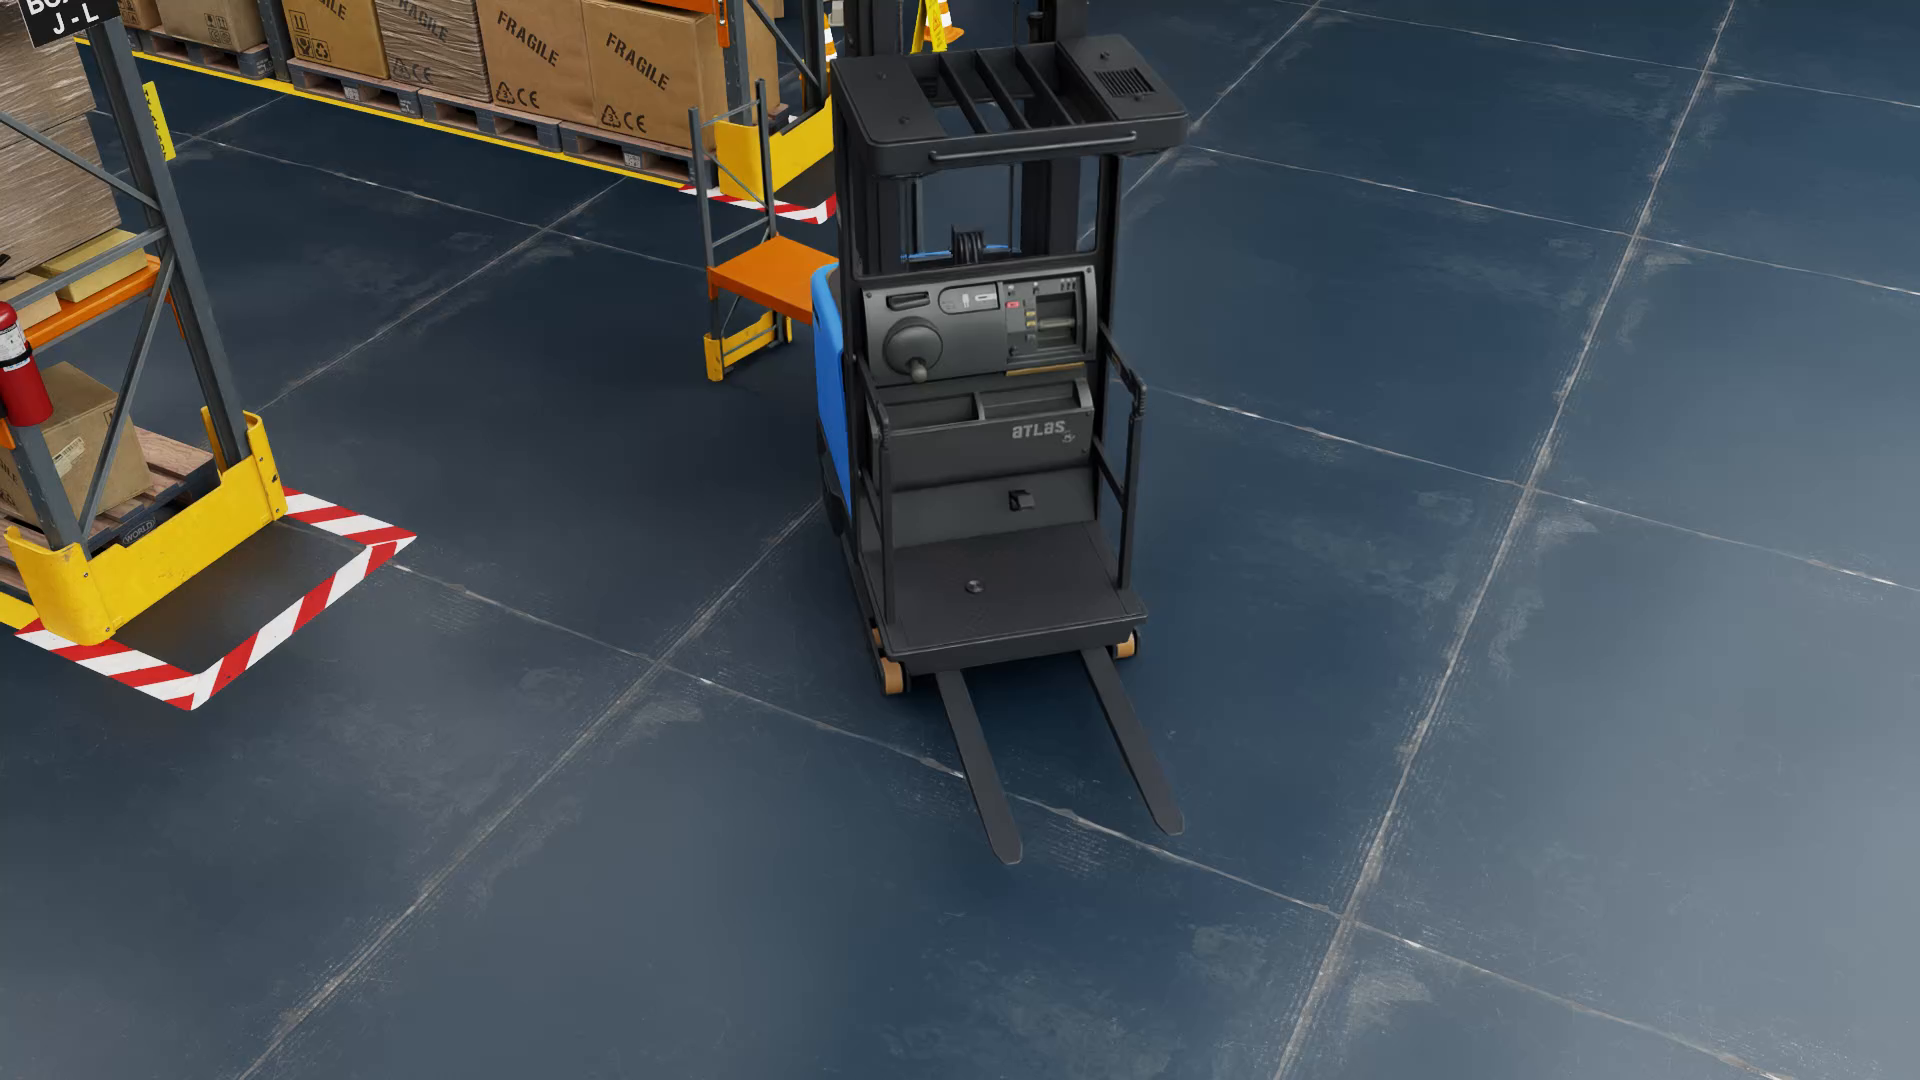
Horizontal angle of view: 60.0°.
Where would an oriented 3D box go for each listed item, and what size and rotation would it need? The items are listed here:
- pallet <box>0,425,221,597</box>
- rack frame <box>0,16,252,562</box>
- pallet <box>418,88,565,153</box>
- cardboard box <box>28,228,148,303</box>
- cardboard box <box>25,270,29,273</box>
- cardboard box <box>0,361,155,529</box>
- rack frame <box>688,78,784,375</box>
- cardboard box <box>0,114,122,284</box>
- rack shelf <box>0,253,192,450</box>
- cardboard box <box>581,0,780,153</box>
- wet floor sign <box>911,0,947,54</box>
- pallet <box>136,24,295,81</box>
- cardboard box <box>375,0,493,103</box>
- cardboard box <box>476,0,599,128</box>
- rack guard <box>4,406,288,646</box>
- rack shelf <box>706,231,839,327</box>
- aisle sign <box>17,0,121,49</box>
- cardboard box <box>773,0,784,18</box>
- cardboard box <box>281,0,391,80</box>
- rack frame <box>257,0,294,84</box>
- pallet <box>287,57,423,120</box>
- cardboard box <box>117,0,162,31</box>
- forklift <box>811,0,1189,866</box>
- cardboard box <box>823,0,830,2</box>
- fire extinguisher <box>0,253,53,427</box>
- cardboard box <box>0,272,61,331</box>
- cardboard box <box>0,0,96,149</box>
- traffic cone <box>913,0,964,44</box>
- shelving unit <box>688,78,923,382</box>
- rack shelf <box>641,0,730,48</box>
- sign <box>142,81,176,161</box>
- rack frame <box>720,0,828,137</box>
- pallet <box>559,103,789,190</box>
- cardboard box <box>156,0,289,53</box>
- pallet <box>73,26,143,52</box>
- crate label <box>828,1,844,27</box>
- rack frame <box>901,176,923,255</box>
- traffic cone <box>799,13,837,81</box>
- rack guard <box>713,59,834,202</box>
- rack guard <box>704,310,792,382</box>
[{"bbox_3d":[-4.313,-0.220,7.866,1.213,0.211,1.003,17,41,21],"label":"pallet"},{"bbox_3d":[-3.540,-1.065,6.672,0.127,3.000,1.000,17,41,21],"label":"rack frame"},{"bbox_3d":[-2.995,-3.109,11.672,1.213,0.211,1.003,17,41,21],"label":"pallet"},{"bbox_3d":[-3.684,-1.172,7.021,0.250,0.149,0.380,17,41,21],"label":"cardboard box"},{"bbox_3d":[-3.897,-1.252,7.126,0.250,0.149,0.380,17,41,21],"label":"cardboard box"},{"bbox_3d":[-4.087,-0.419,7.541,0.500,0.500,0.500,25,44,29],"label":"cardboard box"},{"bbox_3d":[-1.142,-1.590,8.604,0.032,1.500,0.500,26,44,30],"label":"rack frame"},{"bbox_3d":[-4.016,-1.391,6.773,0.500,0.500,0.875,17,41,21],"label":"cardboard box"},{"bbox_3d":[-5.316,-1.335,7.622,4.000,0.370,1.077,17,41,21],"label":"rack shelf"},{"bbox_3d":[-1.802,-3.174,10.860,0.875,0.875,0.875,18,41,22],"label":"cardboard box"},{"bbox_3d":[-0.233,-3.817,12.245,0.232,0.644,0.267,11,38,14],"label":"wet floor sign"},{"bbox_3d":[-5.441,-3.875,12.681,1.213,0.211,1.003,17,41,21],"label":"pallet"},{"bbox_3d":[-3.393,-3.672,11.517,0.875,0.875,0.875,18,41,22],"label":"cardboard box"},{"bbox_3d":[-2.584,-3.417,11.181,0.875,0.875,0.875,17,40,21],"label":"cardboard box"},{"bbox_3d":[-3.608,-0.090,7.456,0.348,0.500,1.175,17,41,21],"label":"rack guard"},{"bbox_3d":[-0.746,-1.254,8.459,1.000,0.185,0.538,26,44,30],"label":"rack shelf"},{"bbox_3d":[-3.347,-2.244,6.076,0.004,0.787,0.394,17,41,21],"label":"aisle sign"},{"bbox_3d":[-1.707,-4.520,13.289,0.637,0.503,0.797,-8,38,-10],"label":"cardboard box"},{"bbox_3d":[-4.195,-3.921,11.844,0.875,0.875,0.875,18,41,22],"label":"cardboard box"},{"bbox_3d":[-4.721,-4.812,11.608,0.127,3.000,1.000,17,41,21],"label":"rack frame"},{"bbox_3d":[-4.082,-3.448,12.118,1.213,0.211,1.003,17,41,21],"label":"pallet"},{"bbox_3d":[-6.169,-4.478,12.681,0.750,0.750,1.050,17,41,21],"label":"cardboard box"},{"bbox_3d":[0.135,-0.779,6.352,1.130,2.935,3.031,-8,38,-11],"label":"forklift"},{"bbox_3d":[-1.075,-4.530,13.594,0.380,0.149,0.250,-21,42,-25],"label":"cardboard box"},{"bbox_3d":[-3.650,-0.755,6.328,0.183,0.674,0.296,17,41,21],"label":"fire extinguisher"},{"bbox_3d":[-3.888,-0.933,6.706,0.250,0.149,0.380,17,41,21],"label":"cardboard box"},{"bbox_3d":[-3.903,-1.921,6.644,0.500,0.500,0.500,17,41,21],"label":"cardboard box"},{"bbox_3d":[-0.166,-4.112,12.784,0.334,0.463,0.336,17,41,21],"label":"traffic cone"},{"bbox_3d":[-0.753,-1.401,8.355,1.083,1.500,0.587,26,44,30],"label":"shelving unit"},{"bbox_3d":[-2.945,-3.969,11.093,4.000,0.370,1.077,17,41,21],"label":"rack shelf"},{"bbox_3d":[-3.291,-1.701,6.794,0.005,0.325,0.100,17,41,21],"label":"sign"},{"bbox_3d":[-1.169,-3.700,10.143,0.127,3.000,1.000,17,41,21],"label":"rack frame"},{"bbox_3d":[-1.915,-2.769,11.224,1.213,0.211,1.003,17,41,21],"label":"pallet"},{"bbox_3d":[-5.314,-4.208,12.325,0.750,0.750,1.050,17,40,21],"label":"cardboard box"},{"bbox_3d":[-6.529,-4.214,13.127,1.213,0.211,1.003,17,41,21],"label":"pallet"},{"bbox_3d":[-0.893,-4.167,13.126,0.298,0.136,0.250,-2,37,-2],"label":"crate label"},{"bbox_3d":[-0.351,-1.204,8.096,0.032,1.500,0.500,26,44,30],"label":"rack frame"},{"bbox_3d":[-0.988,-3.599,12.109,0.334,0.463,0.336,17,41,21],"label":"traffic cone"},{"bbox_3d":[-1.148,-2.698,10.890,0.348,0.500,1.175,17,41,21],"label":"rack guard"},{"bbox_3d":[-1.141,-1.092,8.982,0.087,0.250,0.587,26,44,30],"label":"rack guard"}]
